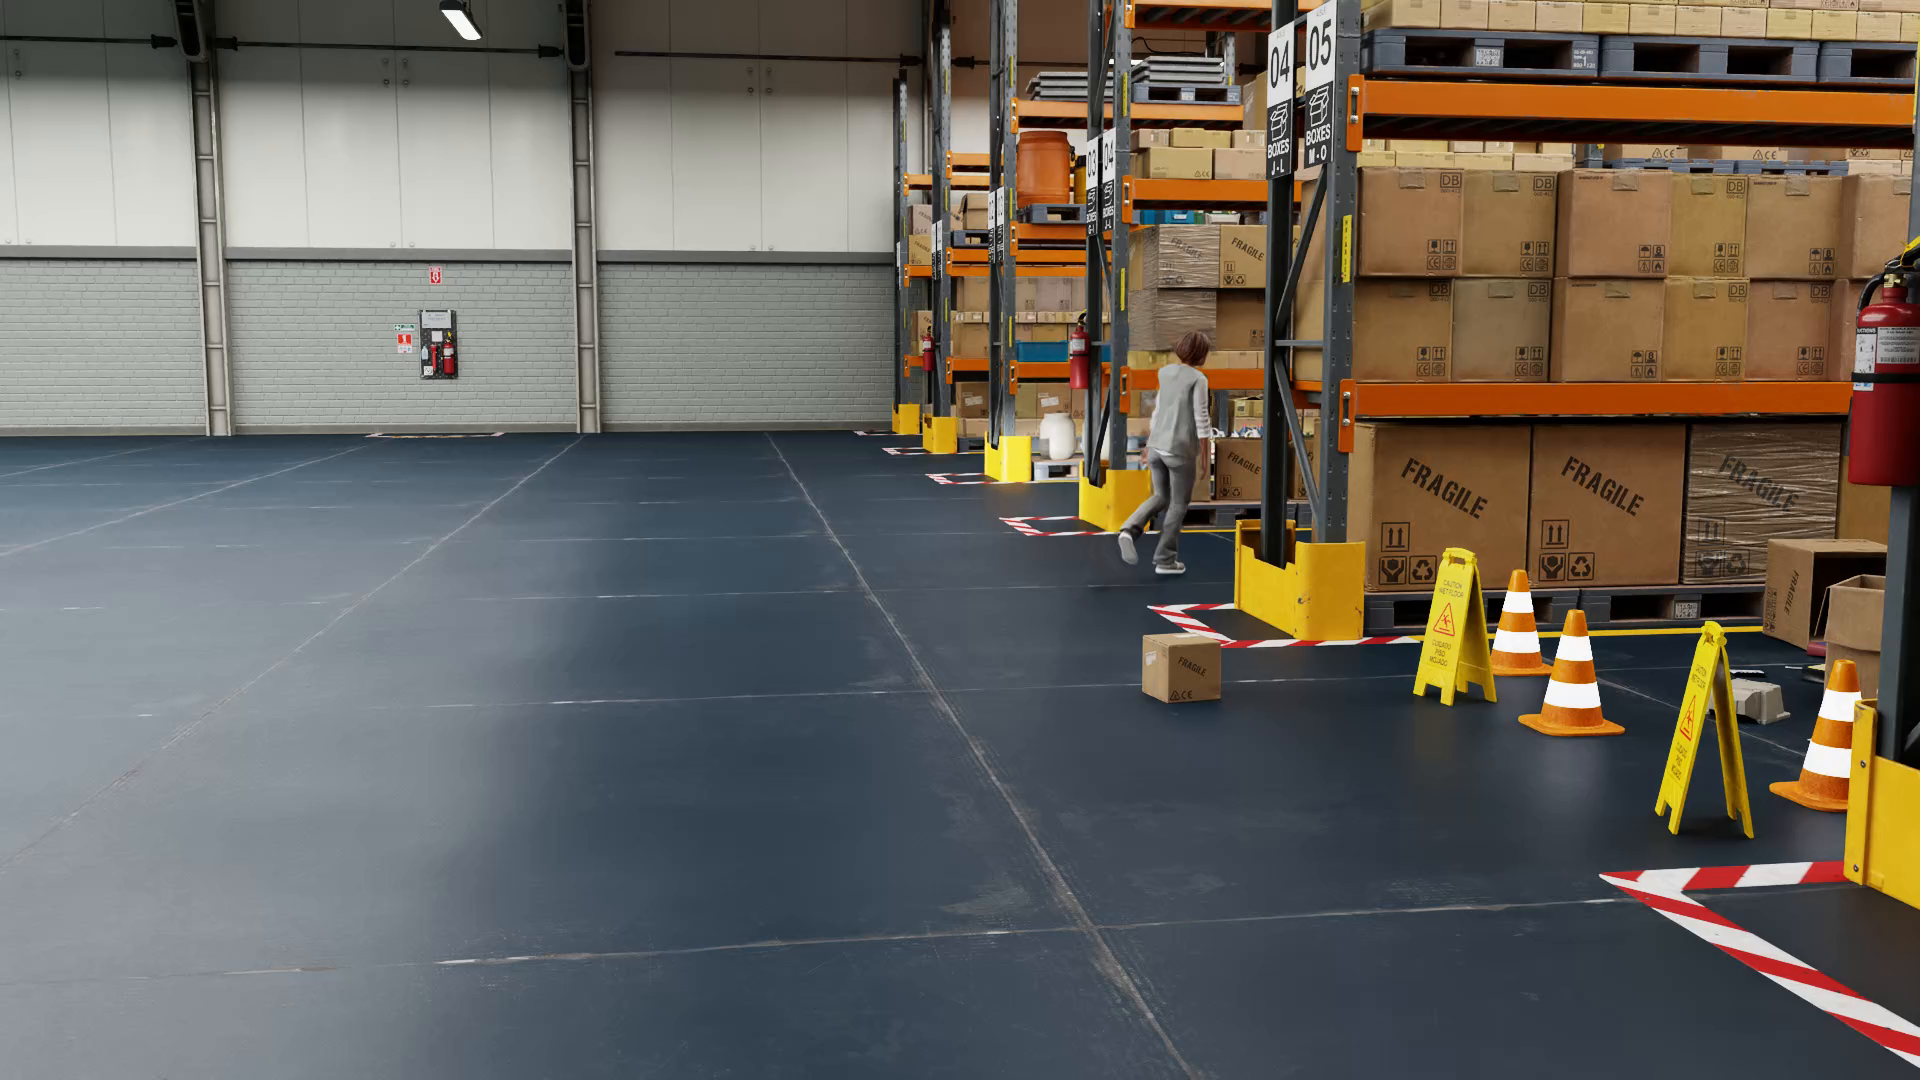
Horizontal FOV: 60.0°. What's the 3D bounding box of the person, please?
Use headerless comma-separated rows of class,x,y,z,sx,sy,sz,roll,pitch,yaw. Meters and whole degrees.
person,1.311,-0.541,10.554,0.574,1.571,0.558,-6,9,-41
